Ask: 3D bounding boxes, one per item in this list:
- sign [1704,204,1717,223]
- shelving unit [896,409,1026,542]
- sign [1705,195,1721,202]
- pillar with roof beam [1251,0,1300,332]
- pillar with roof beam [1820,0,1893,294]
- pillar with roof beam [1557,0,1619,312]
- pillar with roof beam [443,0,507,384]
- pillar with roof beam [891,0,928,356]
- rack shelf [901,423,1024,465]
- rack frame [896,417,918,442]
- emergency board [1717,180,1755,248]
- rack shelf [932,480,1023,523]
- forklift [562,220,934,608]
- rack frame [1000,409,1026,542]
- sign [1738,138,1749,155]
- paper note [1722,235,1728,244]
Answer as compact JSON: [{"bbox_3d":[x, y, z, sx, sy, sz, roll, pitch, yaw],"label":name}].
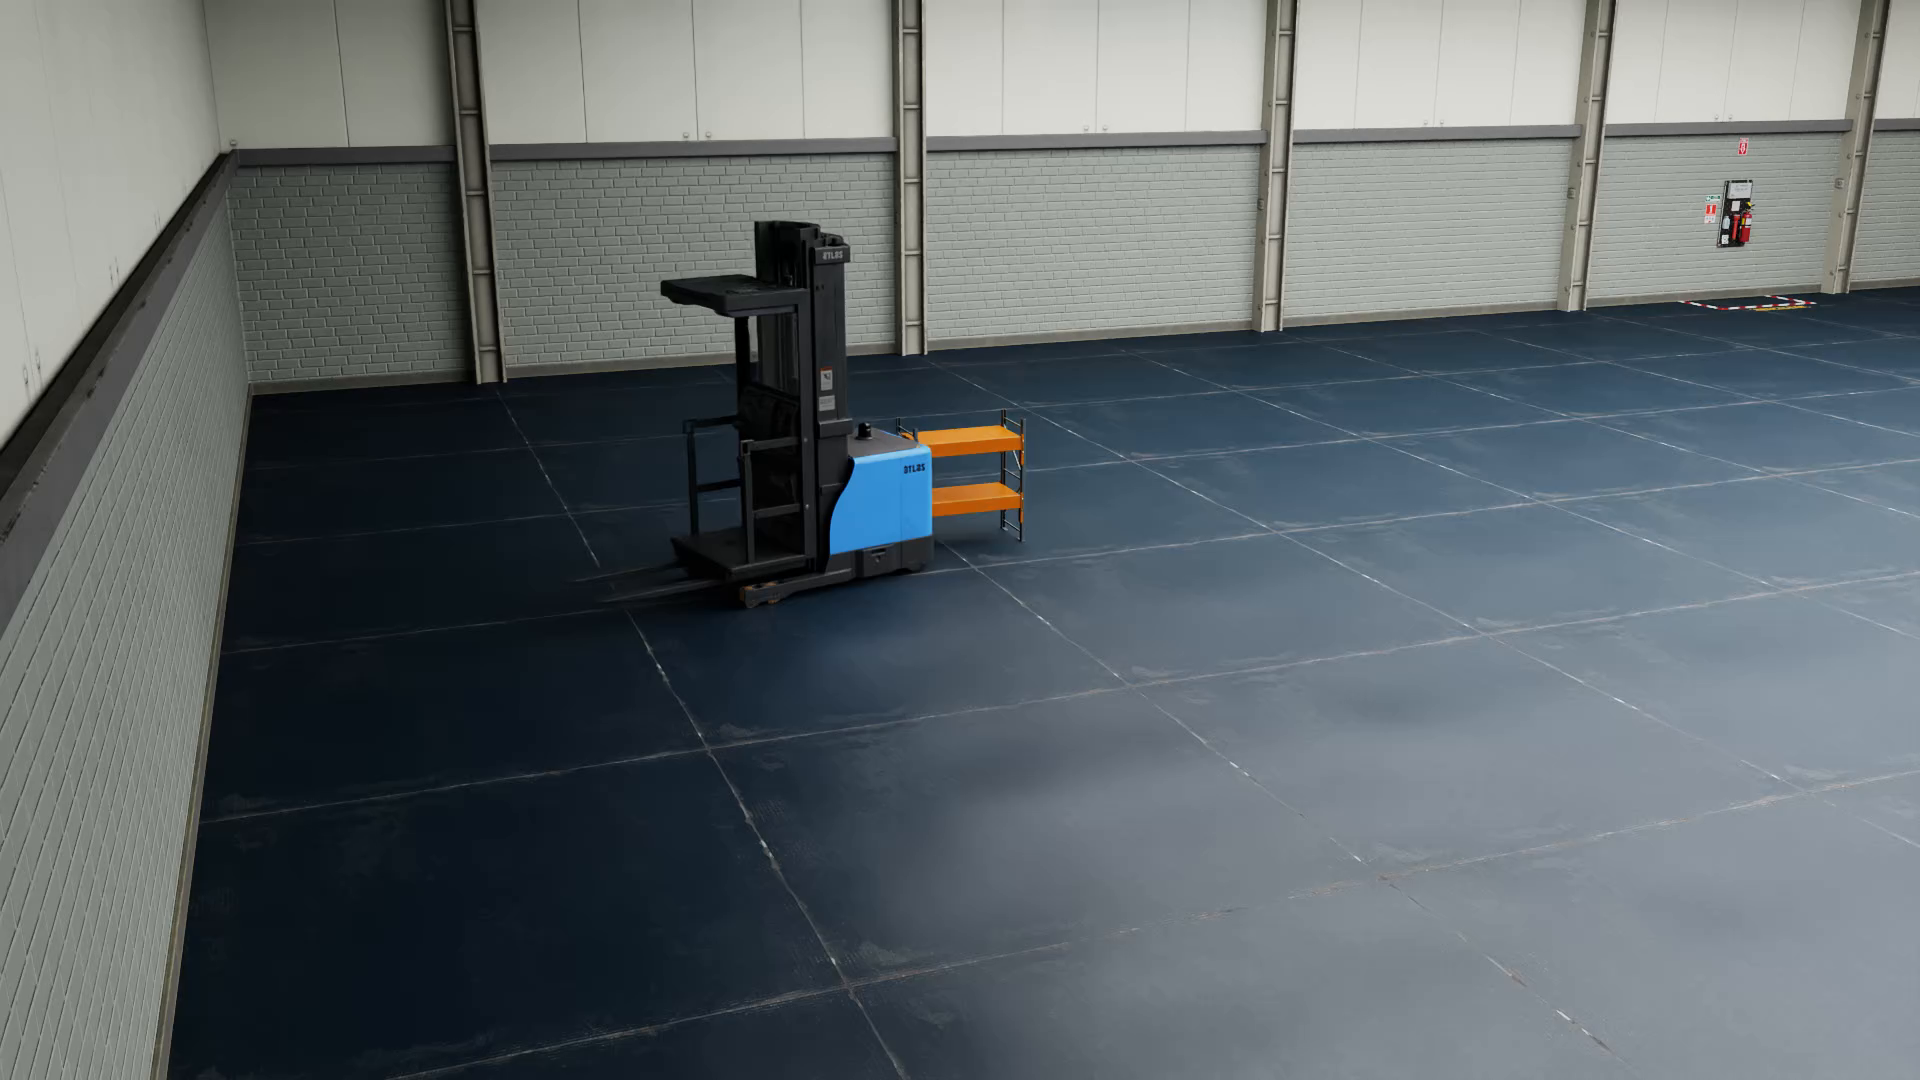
[{"bbox_3d":[13.219,-5.748,29.285,0.234,0.329,0.001,-6,17,-20],"label":"sign"},{"bbox_3d":[0.006,-0.540,14.942,1.048,1.125,0.538,-6,17,-20],"label":"shelving unit"},{"bbox_3d":[13.227,-6.000,29.204,0.331,0.109,0.001,-6,17,-20],"label":"sign"},{"bbox_3d":[6.429,-6.535,21.379,0.400,9.000,9.100,-6,17,-20],"label":"pillar with roof beam"},{"bbox_3d":[17.634,-7.744,25.499,0.400,9.000,9.100,-6,17,-20],"label":"pillar with roof beam"},{"bbox_3d":[12.031,-7.139,23.439,0.400,9.000,9.100,-6,17,-20],"label":"pillar with roof beam"},{"bbox_3d":[-4.777,-5.325,17.260,0.400,9.000,9.100,-6,17,-20],"label":"pillar with roof beam"},{"bbox_3d":[0.826,-5.930,19.320,0.400,9.000,9.100,-6,17,-20],"label":"pillar with roof beam"},{"bbox_3d":[0.006,-0.821,14.860,1.000,0.278,0.538,-6,17,-20],"label":"rack shelf"},{"bbox_3d":[-0.468,-0.489,14.768,0.032,1.125,0.500,-6,17,-20],"label":"rack frame"},{"bbox_3d":[13.772,-5.760,29.387,0.643,1.169,0.194,-6,17,-20],"label":"emergency board"},{"bbox_3d":[0.006,-0.306,15.011,1.000,0.278,0.538,-6,17,-20],"label":"rack shelf"},{"bbox_3d":[-1.727,-1.035,13.420,3.031,2.935,1.130,-11,20,-33],"label":"forklift"},{"bbox_3d":[0.481,-0.592,15.117,0.032,1.125,0.500,-6,17,-20],"label":"rack frame"},{"bbox_3d":[13.729,-6.897,29.147,0.199,0.298,0.001,-6,17,-20],"label":"sign"},{"bbox_3d":[13.582,-5.337,29.513,0.142,0.148,0.016,-6,17,-20],"label":"paper note"}]
